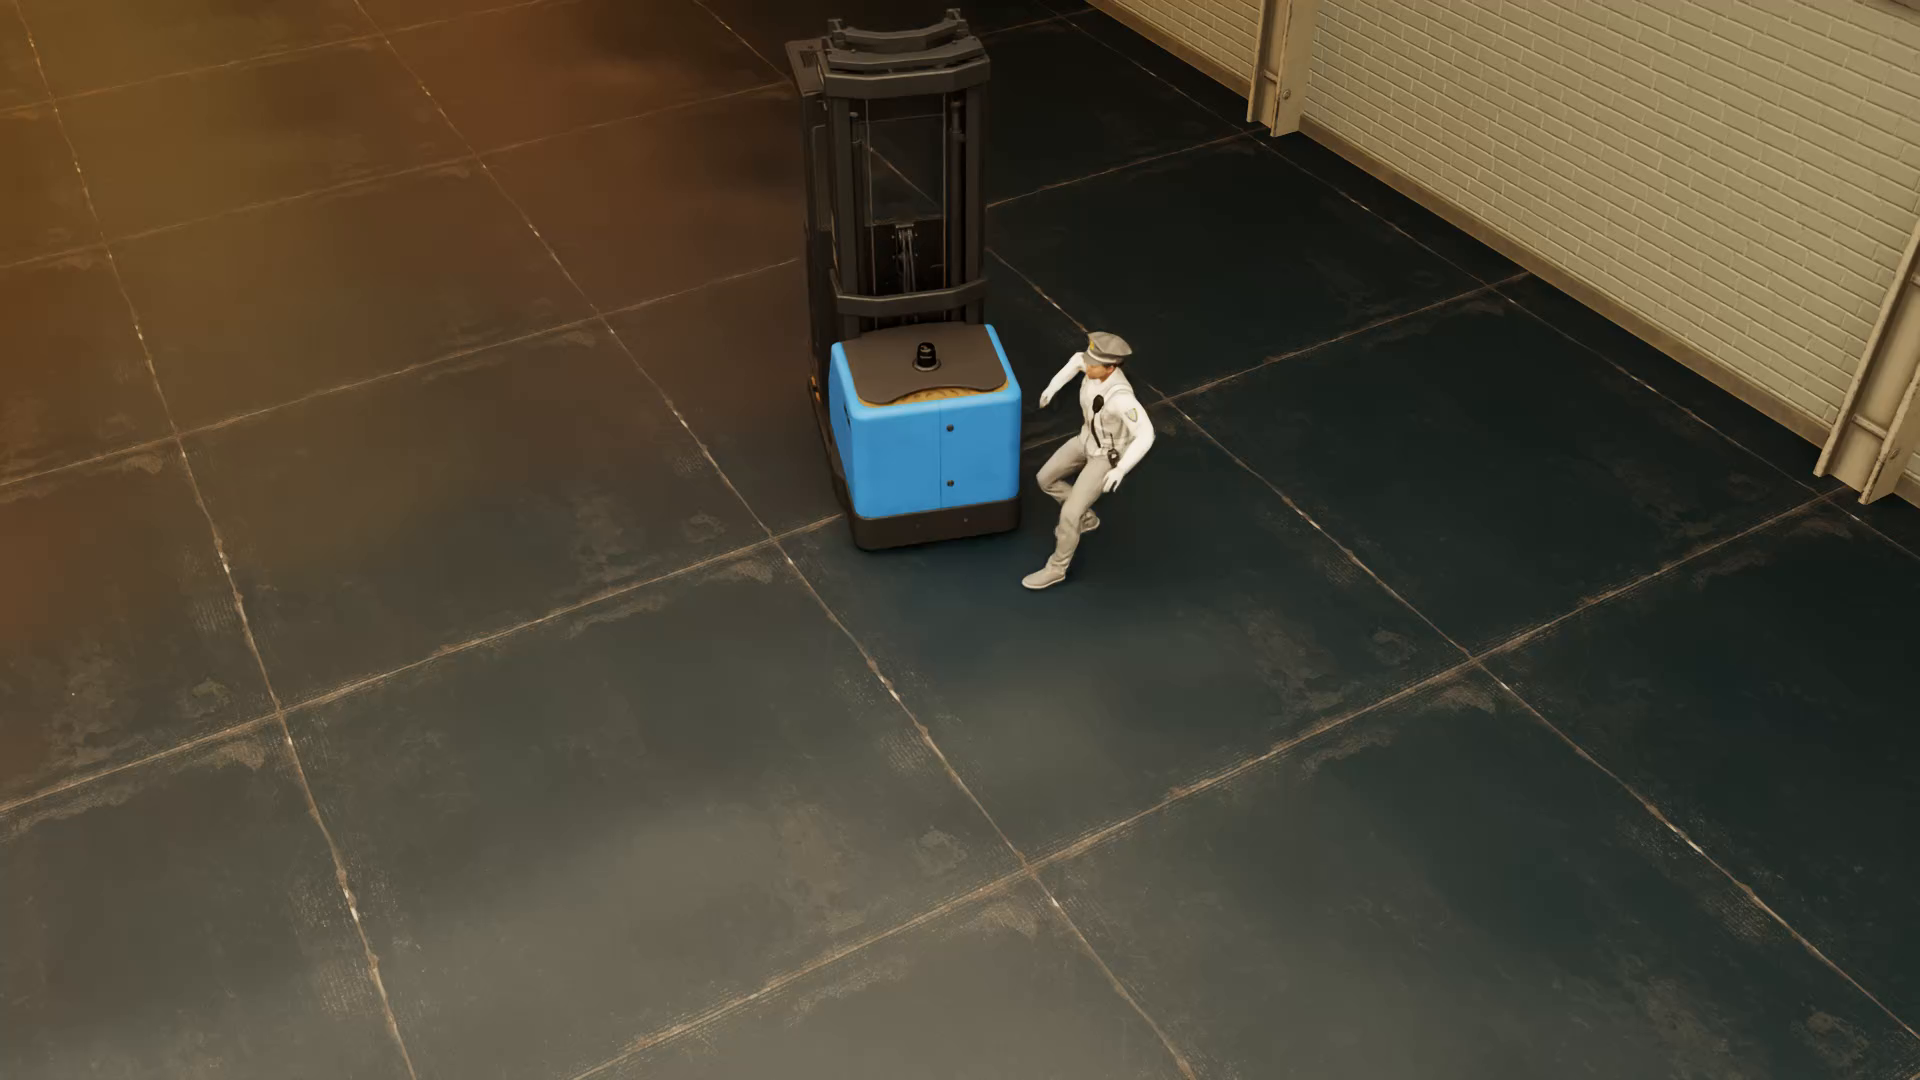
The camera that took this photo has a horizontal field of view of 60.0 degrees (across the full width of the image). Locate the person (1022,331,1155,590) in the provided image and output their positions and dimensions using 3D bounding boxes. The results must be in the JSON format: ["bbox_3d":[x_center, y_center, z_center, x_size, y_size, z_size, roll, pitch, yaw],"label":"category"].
[{"bbox_3d":[0.664,-0.494,9.698,0.726,1.560,0.950,-12,41,-14],"label":"person"}]

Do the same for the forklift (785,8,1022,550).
[{"bbox_3d":[-0.439,-2.015,10.466,1.130,2.935,3.031,-8,40,-10],"label":"forklift"}]
